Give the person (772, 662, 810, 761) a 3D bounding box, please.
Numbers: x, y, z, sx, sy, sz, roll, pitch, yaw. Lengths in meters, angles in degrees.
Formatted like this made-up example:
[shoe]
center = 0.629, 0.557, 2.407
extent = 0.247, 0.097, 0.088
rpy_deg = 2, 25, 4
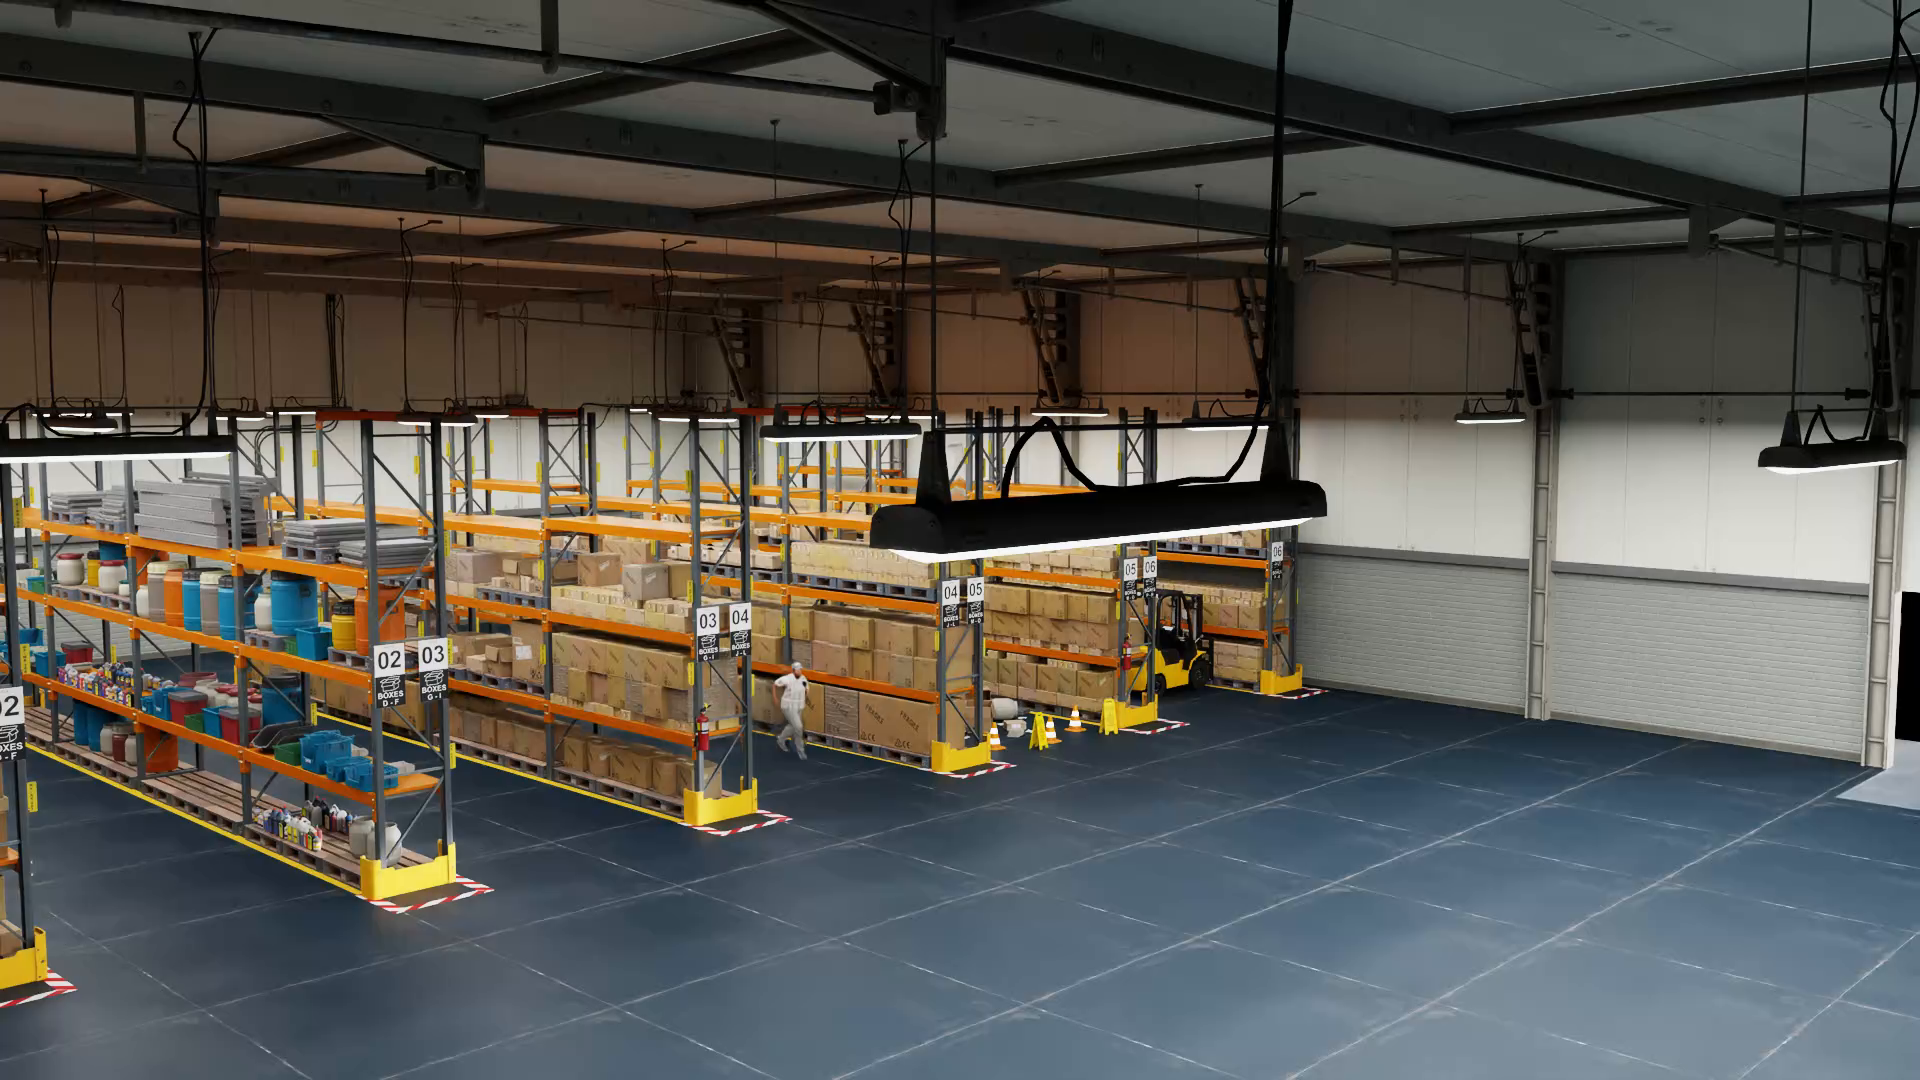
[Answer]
[person]
center = -2.918, 2.957, 28.928
extent = 0.627, 1.713, 0.845
rpy_deg = -5, 7, -44
